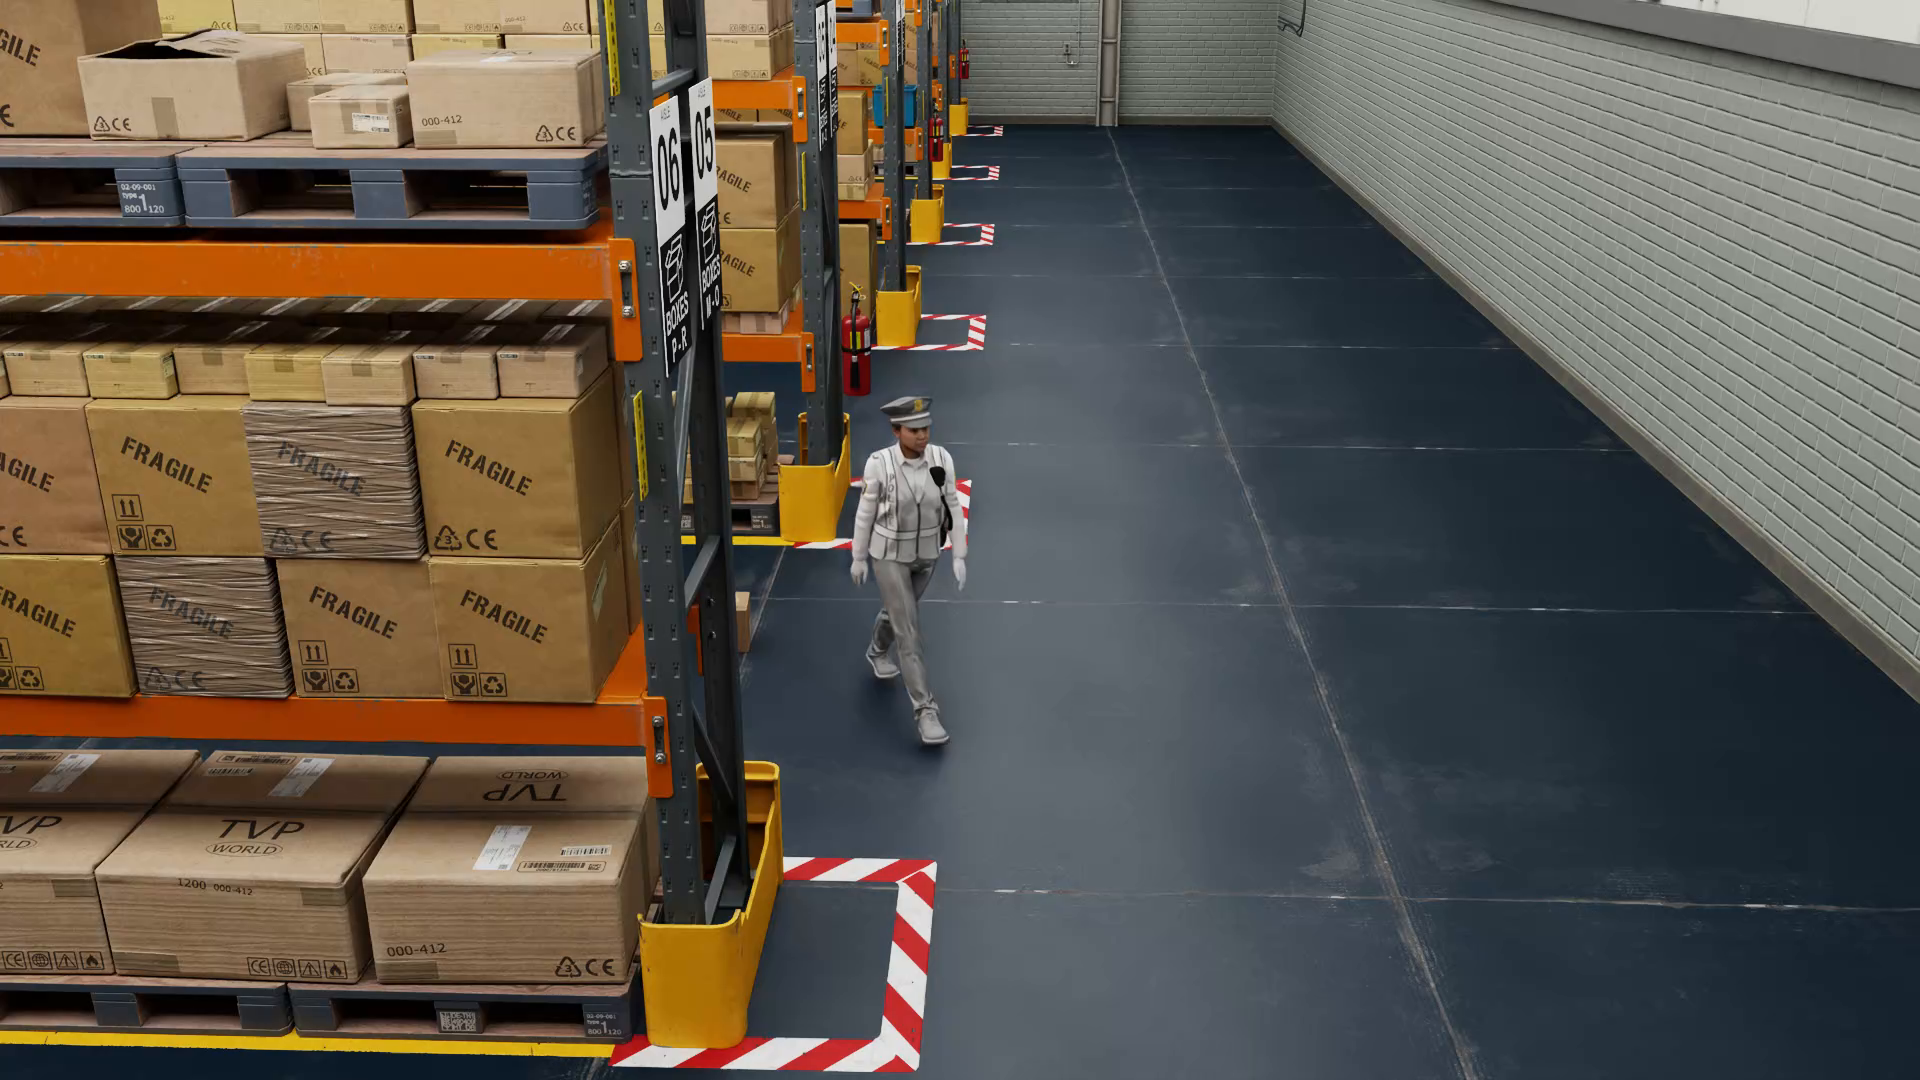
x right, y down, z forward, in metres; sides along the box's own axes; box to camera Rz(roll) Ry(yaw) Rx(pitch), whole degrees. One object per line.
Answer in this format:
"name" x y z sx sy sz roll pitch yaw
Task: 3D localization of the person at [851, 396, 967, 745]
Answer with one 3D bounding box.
"person" -0.228 0.064 7.980 0.509 1.618 1.033 -11 23 -26
